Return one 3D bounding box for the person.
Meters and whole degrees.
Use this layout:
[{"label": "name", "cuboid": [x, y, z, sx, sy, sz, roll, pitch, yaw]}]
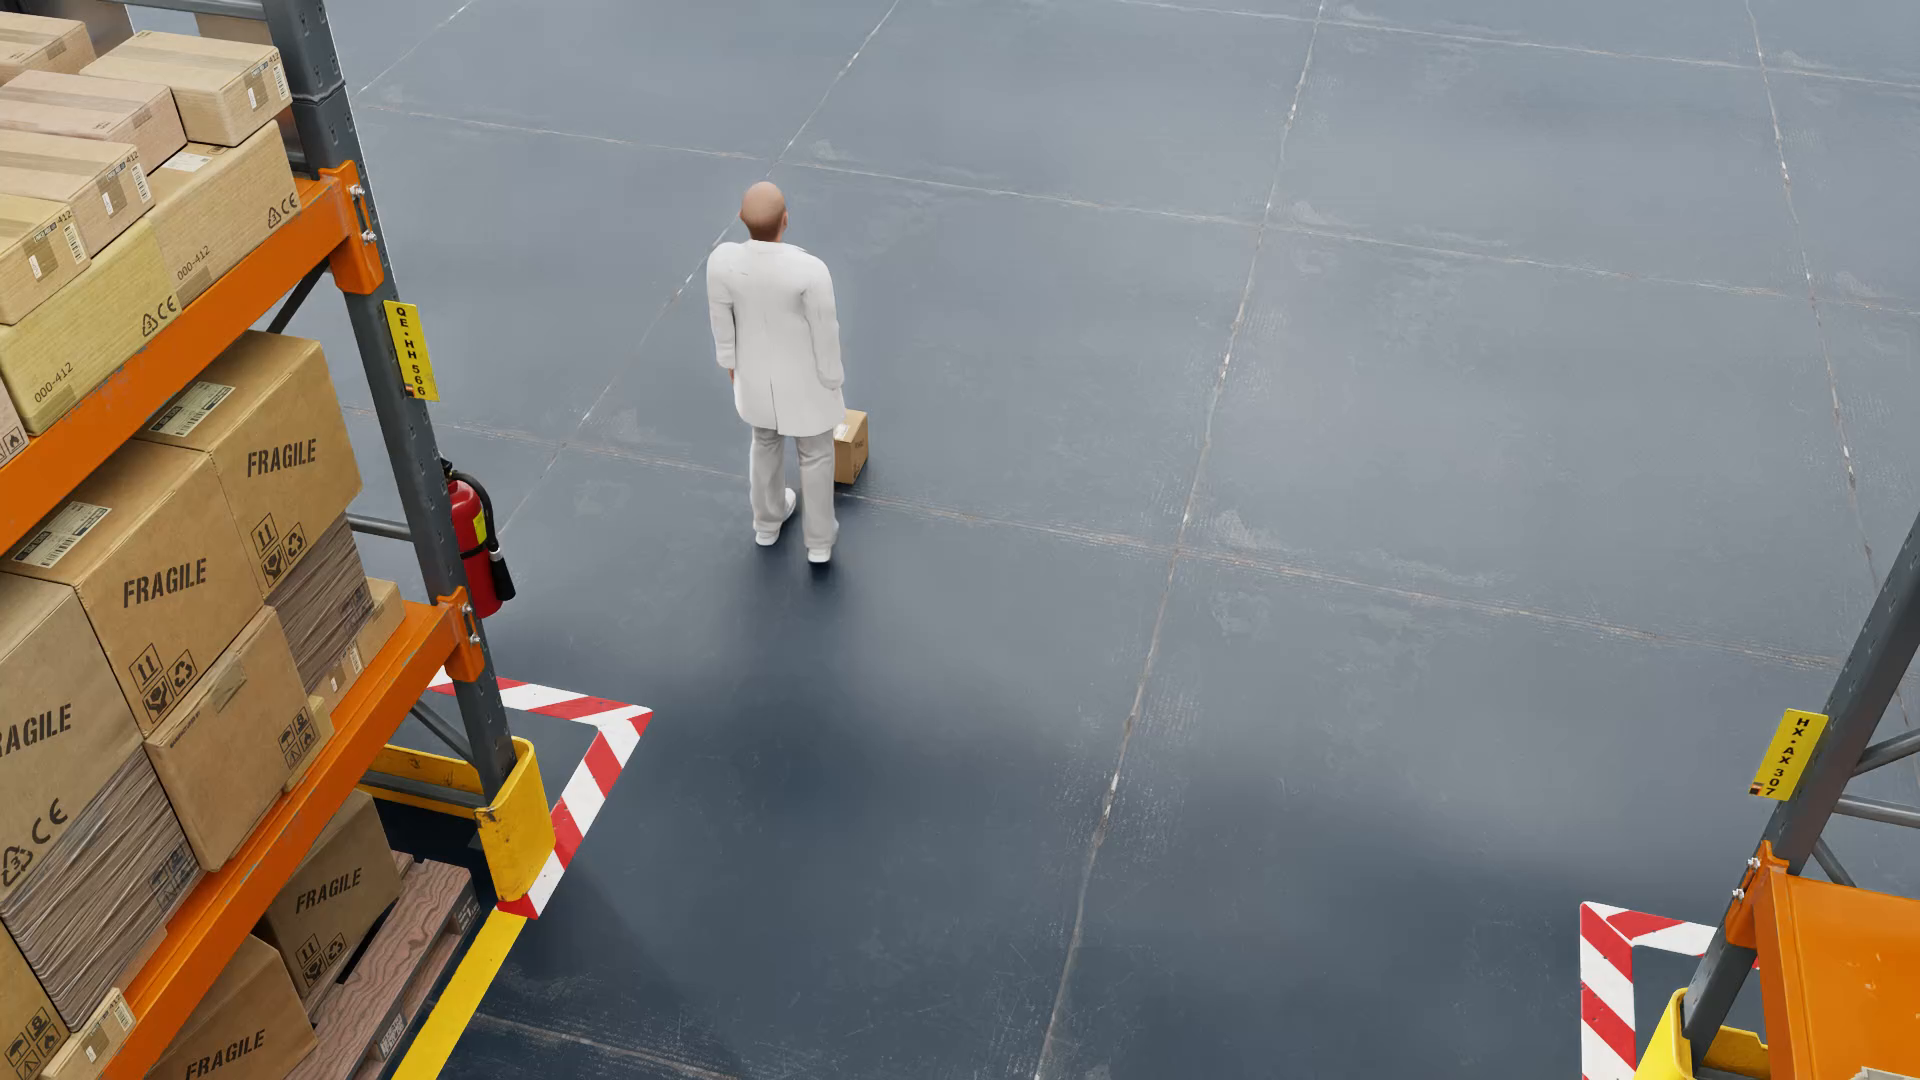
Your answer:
[{"label": "person", "cuboid": [-0.751, -0.666, 7.055, 0.566, 1.708, 0.442, 11, 42, 13]}]
